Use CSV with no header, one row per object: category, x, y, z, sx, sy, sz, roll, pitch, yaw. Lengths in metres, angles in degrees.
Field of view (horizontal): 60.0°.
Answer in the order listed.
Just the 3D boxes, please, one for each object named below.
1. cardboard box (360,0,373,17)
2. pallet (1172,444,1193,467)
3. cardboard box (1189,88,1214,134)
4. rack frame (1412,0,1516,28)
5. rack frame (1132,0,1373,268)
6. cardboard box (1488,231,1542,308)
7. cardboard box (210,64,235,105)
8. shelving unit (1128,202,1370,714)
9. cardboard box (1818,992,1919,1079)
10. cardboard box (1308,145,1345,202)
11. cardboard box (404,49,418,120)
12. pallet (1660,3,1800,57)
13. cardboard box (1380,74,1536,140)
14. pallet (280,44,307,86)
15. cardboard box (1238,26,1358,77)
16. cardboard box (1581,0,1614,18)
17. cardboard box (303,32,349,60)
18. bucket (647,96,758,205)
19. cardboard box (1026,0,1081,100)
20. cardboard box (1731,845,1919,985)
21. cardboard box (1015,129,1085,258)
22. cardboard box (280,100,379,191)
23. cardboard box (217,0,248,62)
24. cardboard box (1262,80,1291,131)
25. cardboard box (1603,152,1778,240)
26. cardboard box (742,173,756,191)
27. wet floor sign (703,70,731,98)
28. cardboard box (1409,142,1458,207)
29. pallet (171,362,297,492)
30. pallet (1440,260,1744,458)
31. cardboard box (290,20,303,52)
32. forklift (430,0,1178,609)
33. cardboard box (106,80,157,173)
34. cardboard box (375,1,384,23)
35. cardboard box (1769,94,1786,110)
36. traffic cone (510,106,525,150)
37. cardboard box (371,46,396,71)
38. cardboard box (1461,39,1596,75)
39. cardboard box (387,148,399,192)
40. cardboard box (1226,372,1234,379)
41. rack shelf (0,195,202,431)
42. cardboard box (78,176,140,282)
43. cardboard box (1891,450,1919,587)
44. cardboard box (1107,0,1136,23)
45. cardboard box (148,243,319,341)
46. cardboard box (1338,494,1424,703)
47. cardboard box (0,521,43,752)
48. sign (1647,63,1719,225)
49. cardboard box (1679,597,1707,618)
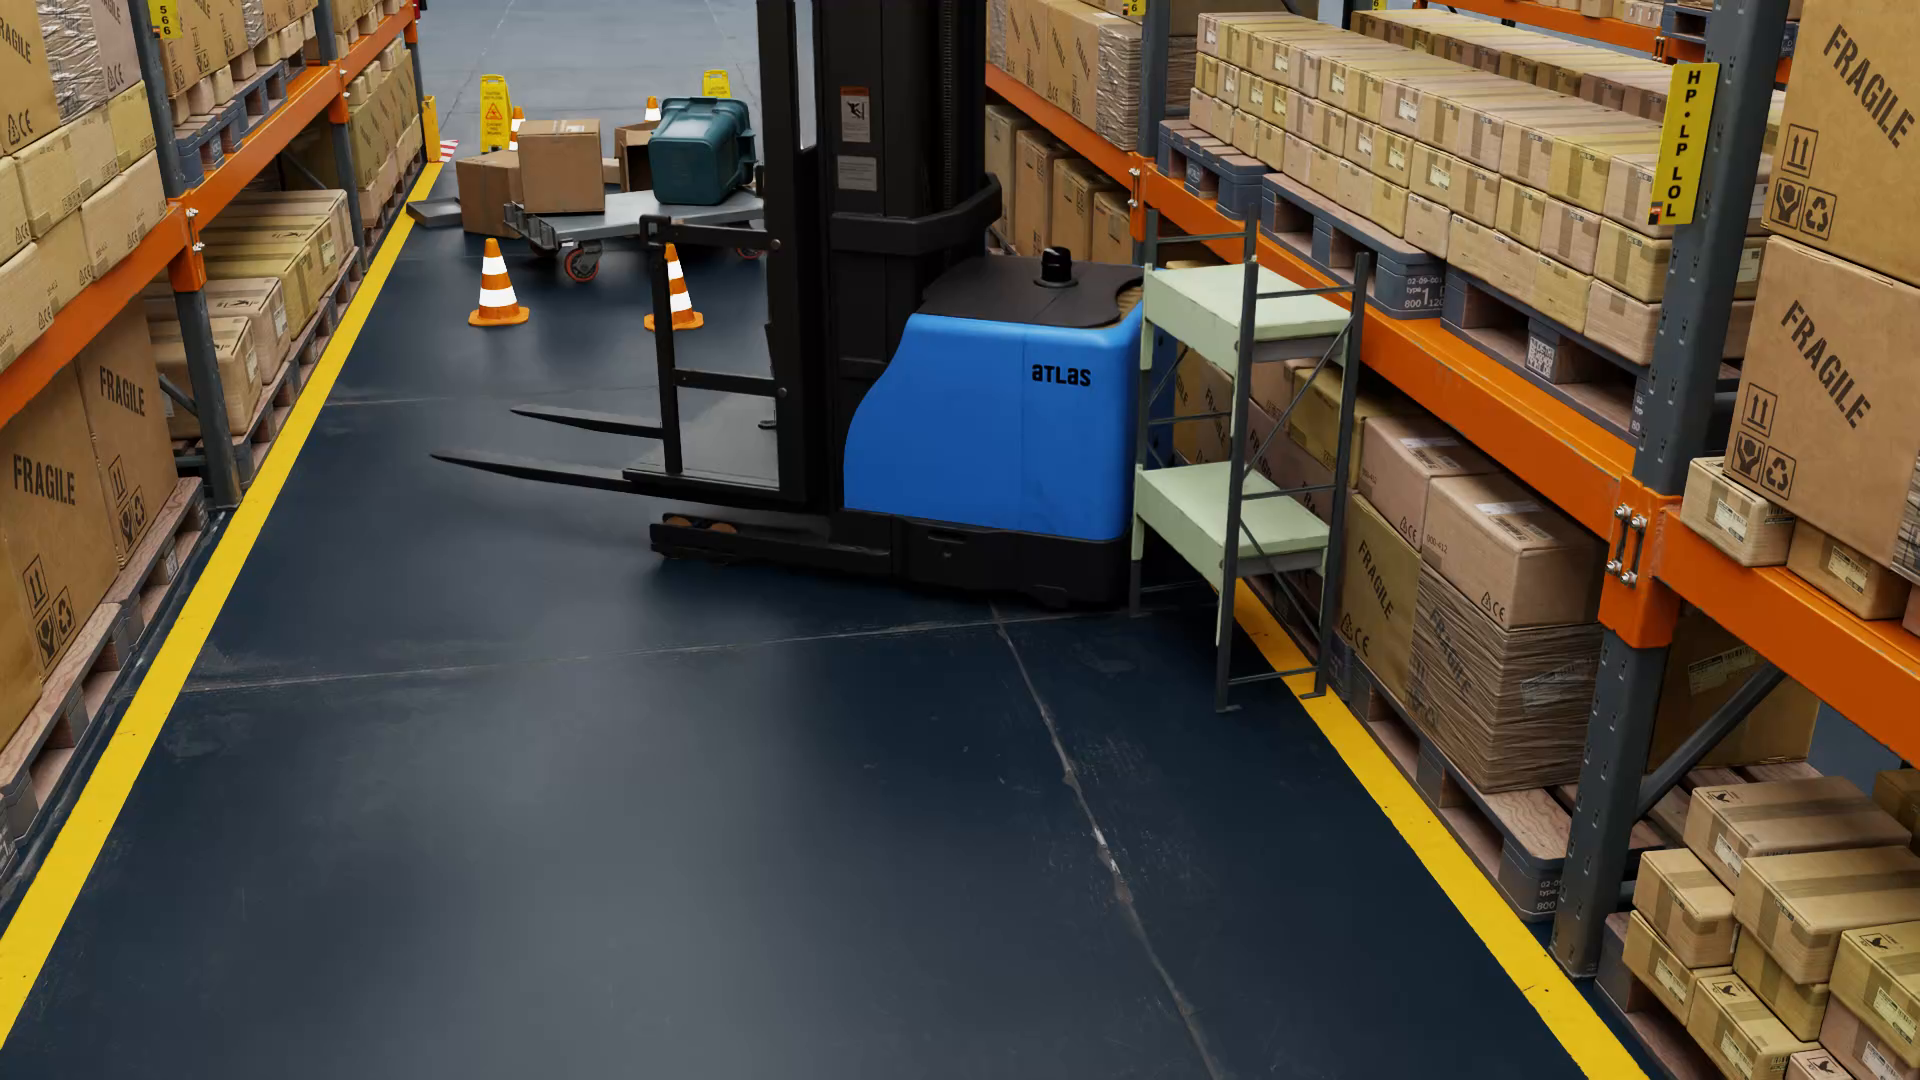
cardboard box,-4.304,-3.831,11.277,0.500,0.500,0.500,-5,24,-10
pallet,1.428,-0.308,7.192,1.003,0.211,1.213,-4,24,-10
cardboard box,1.170,-1.780,6.867,0.380,0.149,0.250,-5,24,-10
rack frame,4.699,-5.368,15.292,1.000,3.000,0.127,-4,24,-10
rack frame,1.285,-1.894,7.338,1.000,3.000,0.127,-4,24,-10
cardboard box,1.664,-0.740,4.485,0.380,0.149,0.250,-4,24,-10
cardboard box,-3.493,-2.041,7.465,0.380,0.149,0.250,-4,24,-9
shelving unit,0.920,-0.286,5.531,0.431,1.500,0.755,-7,25,-16
cardboard box,1.993,1.010,3.356,0.380,0.149,0.250,-4,24,-10
cardboard box,1.417,-1.259,5.673,0.380,0.149,0.250,-4,24,-9
cardboard box,-4.636,-3.614,13.252,0.500,0.500,0.500,-4,24,-9
pallet,5.437,-3.395,11.015,1.003,0.211,1.213,-4,24,-10
cardboard box,1.519,-1.326,5.085,0.380,0.149,0.250,-5,24,-12
pallet,-4.302,-2.662,9.336,1.003,0.211,1.213,-4,24,-10
cardboard box,1.274,-1.845,6.273,0.380,0.149,0.250,-4,24,-10
cardboard box,4.930,-4.034,12.552,0.380,0.149,0.250,-4,24,-10
cardboard box,-4.043,-3.093,10.399,0.380,0.149,0.250,-4,24,-10
bucket,-1.745,-2.546,11.023,0.726,0.611,0.620,4,34,9
cardboard box,0.656,-2.691,9.039,0.500,0.500,0.500,-4,24,-9
cardboard box,1.878,0.785,3.500,0.380,0.149,0.250,-3,24,-7
cardboard box,0.923,-2.011,9.894,1.050,0.750,0.750,-4,24,-10
cardboard box,-4.144,-2.589,10.904,0.500,0.500,0.500,-3,24,-7
cardboard box,-3.625,-2.469,7.634,0.500,0.500,0.500,-4,24,-9
cardboard box,1.329,-1.592,6.065,0.380,0.149,0.250,-4,24,-10
cardboard box,1.759,-0.814,3.911,0.380,0.149,0.250,-3,24,-7
cardboard box,-1.582,-2.754,12.724,0.396,0.266,0.258,0,24,-1
wet floor sign,-2.145,-3.826,14.705,0.267,0.644,0.232,-9,25,-19
cardboard box,1.563,-1.087,4.908,0.380,0.149,0.250,-6,24,-12
pallet,-3.704,-0.517,7.670,1.003,0.211,1.213,-4,24,-10
pallet,2.027,-0.544,4.487,1.003,0.211,1.213,-4,24,-10
cardboard box,-3.820,-2.752,9.094,0.380,0.149,0.250,-5,24,-11
forklift,-0.700,-1.431,6.363,3.031,2.935,1.130,8,25,17
cardboard box,-3.221,-1.476,5.945,0.500,0.250,0.500,-4,24,-10
cardboard box,-4.455,-3.890,12.223,0.380,0.149,0.250,-5,24,-10
cardboard box,2.258,-1.168,4.722,0.380,0.149,0.250,-5,24,-10
traffic cone,-3.693,-3.398,13.952,0.336,0.463,0.334,-4,24,-10
cardboard box,-4.411,-3.569,12.338,0.380,0.149,0.250,-3,24,-7
cardboard box,2.011,-1.683,5.901,0.380,0.149,0.250,-4,24,-10
cardboard box,-4.355,-2.663,12.010,0.500,0.250,0.500,-5,24,-10
cardboard box,1.269,-0.796,6.486,0.500,0.250,0.500,-5,24,-10
rack shelf,-3.191,-0.371,4.751,1.077,0.370,4.000,-4,24,-10
cardboard box,-3.102,-1.039,5.569,0.500,0.250,0.500,-4,24,-9
cardboard box,1.967,-0.095,2.723,0.500,0.500,0.500,-4,24,-10
cardboard box,1.117,-2.774,7.979,0.700,0.500,0.500,-5,24,-11
cardboard box,-3.934,-1.287,8.708,0.950,0.372,0.625,-4,24,-8
cardboard box,1.546,0.158,5.238,0.500,0.500,0.500,-5,24,-11
cardboard box,-3.189,0.274,4.504,0.875,0.875,0.875,-4,24,-8
sign,1.480,-0.808,3.407,0.100,0.325,0.005,-4,24,-10
cardboard box,2.148,-0.021,4.712,0.500,0.250,0.500,-5,24,-12
